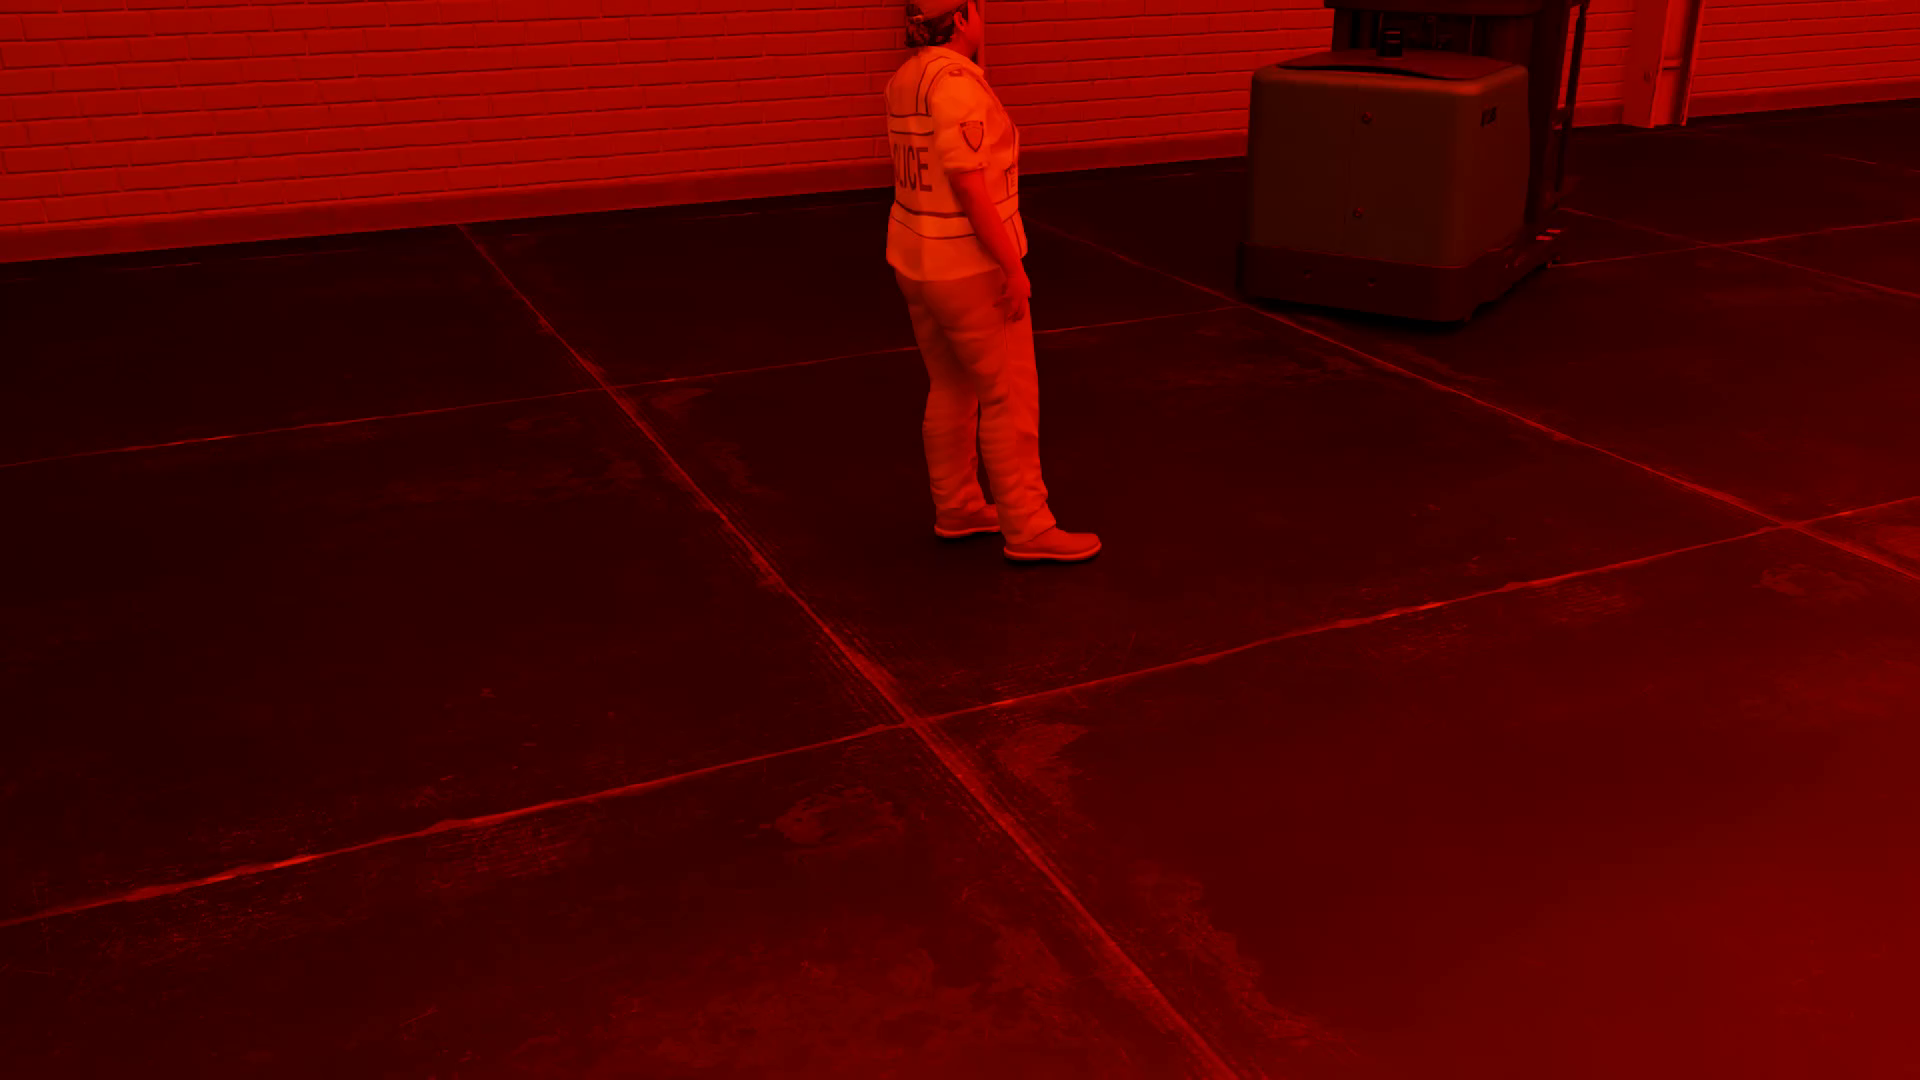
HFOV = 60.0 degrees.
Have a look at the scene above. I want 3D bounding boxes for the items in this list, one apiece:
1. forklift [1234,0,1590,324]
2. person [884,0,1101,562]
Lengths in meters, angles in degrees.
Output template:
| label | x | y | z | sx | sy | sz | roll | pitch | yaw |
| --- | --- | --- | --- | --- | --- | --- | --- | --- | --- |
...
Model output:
| label | x | y | z | sx | sy | sz | roll | pitch | yaw |
| --- | --- | --- | --- | --- | --- | --- | --- | --- | --- |
| forklift | 2.480 | -2.812 | 8.055 | 1.130 | 2.935 | 3.031 | 14 | 26 | 29 |
| person | 0.079 | -0.782 | 4.795 | 0.529 | 1.670 | 0.598 | -10 | 25 | -23 |
